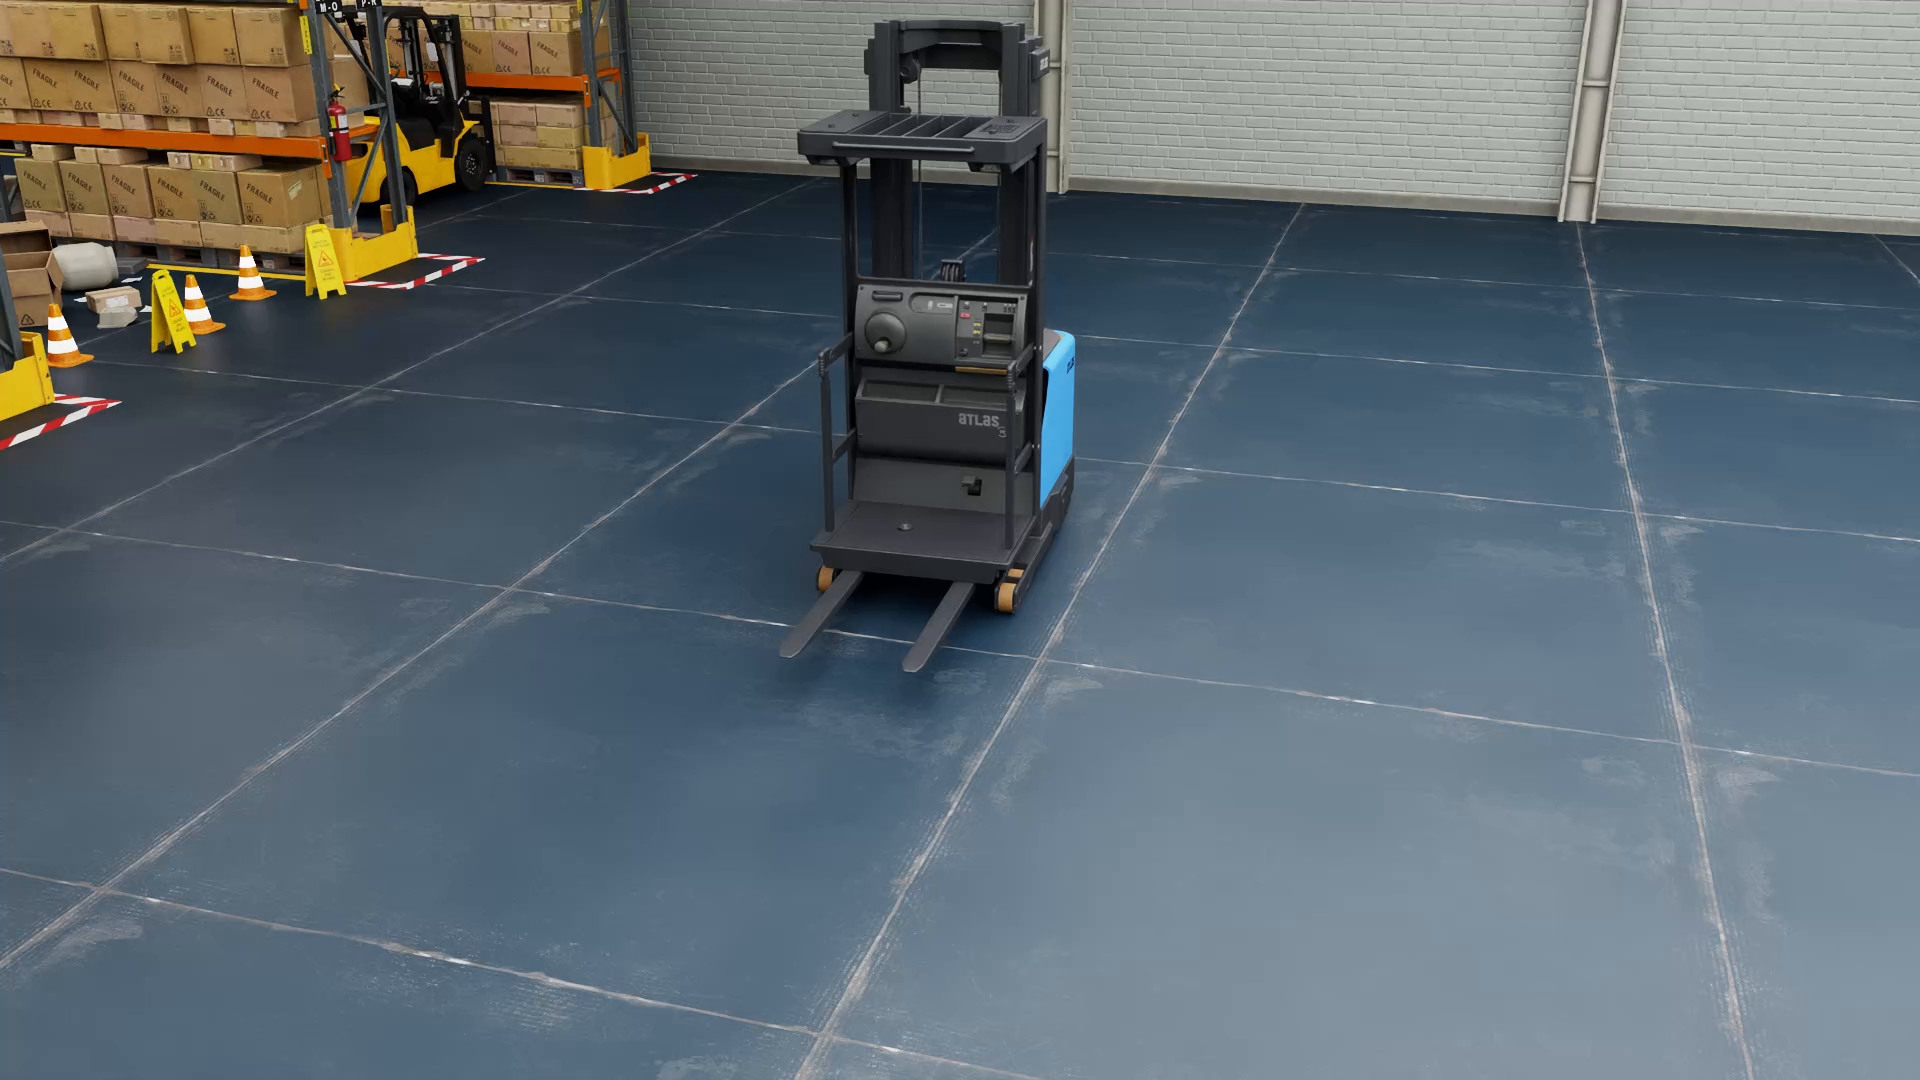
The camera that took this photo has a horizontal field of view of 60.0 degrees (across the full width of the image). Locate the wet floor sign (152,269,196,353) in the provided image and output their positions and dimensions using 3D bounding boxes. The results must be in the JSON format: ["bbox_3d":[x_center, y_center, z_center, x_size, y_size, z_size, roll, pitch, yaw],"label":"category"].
[{"bbox_3d":[-6.420,-1.863,13.461,0.232,0.644,0.267,3,22,6],"label":"wet floor sign"}]

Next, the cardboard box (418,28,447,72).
[{"bbox_3d":[-6.272,-6.021,20.365,0.500,0.500,0.500,7,23,16],"label":"cardboard box"}]

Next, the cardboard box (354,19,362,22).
[{"bbox_3d":[-7.351,-6.457,20.573,0.250,0.149,0.380,6,23,15],"label":"cardboard box"}]

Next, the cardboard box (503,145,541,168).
[{"bbox_3d":[-5.271,-4.766,20.506,0.500,0.250,0.500,7,23,15],"label":"cardboard box"}]

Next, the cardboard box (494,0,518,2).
[{"bbox_3d":[-5.506,-6.565,20.443,0.250,0.149,0.380,7,23,17],"label":"cardboard box"}]

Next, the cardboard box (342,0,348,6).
[{"bbox_3d":[-7.585,-6.639,20.625,0.250,0.149,0.380,7,23,16],"label":"cardboard box"}]

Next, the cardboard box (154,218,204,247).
[{"bbox_3d":[-7.534,-3.073,16.380,0.500,0.250,0.500,6,23,14],"label":"cardboard box"}]

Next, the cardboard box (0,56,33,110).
[{"bbox_3d":[-9.175,-4.518,16.308,0.500,0.500,0.500,6,23,15],"label":"cardboard box"}]

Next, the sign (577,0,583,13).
[{"bbox_3d":[-4.426,-6.299,19.335,0.005,0.325,0.100,7,23,16],"label":"sign"}]

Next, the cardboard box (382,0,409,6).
[{"bbox_3d":[-6.870,-6.524,20.344,0.250,0.149,0.380,6,23,15],"label":"cardboard box"}]

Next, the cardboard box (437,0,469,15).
[{"bbox_3d":[-6.130,-6.462,20.192,0.250,0.149,0.380,7,23,16],"label":"cardboard box"}]

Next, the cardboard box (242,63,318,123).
[{"bbox_3d":[-6.286,-4.189,15.505,0.500,0.500,0.500,6,23,15],"label":"cardboard box"}]

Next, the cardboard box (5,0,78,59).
[{"bbox_3d":[-8.675,-4.939,16.018,0.500,0.500,0.700,7,23,16],"label":"cardboard box"}]

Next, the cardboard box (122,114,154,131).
[{"bbox_3d":[-7.836,-4.055,16.035,0.250,0.149,0.380,6,23,15],"label":"cardboard box"}]

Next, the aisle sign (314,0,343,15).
[{"bbox_3d":[-5.711,-5.136,14.913,0.004,0.787,0.394,7,23,16],"label":"aisle sign"}]

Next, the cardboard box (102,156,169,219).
[{"bbox_3d":[-8.017,-3.478,16.379,0.500,0.500,0.500,8,24,18],"label":"cardboard box"}]

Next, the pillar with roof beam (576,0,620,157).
[{"bbox_3d":[-5.906,-7.464,16.110,0.400,9.000,9.100,7,23,16],"label":"pillar with roof beam"}]

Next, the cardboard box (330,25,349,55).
[{"bbox_3d":[-7.736,-6.190,20.777,0.500,0.500,0.500,6,23,14],"label":"cardboard box"}]

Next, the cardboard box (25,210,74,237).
[{"bbox_3d":[-9.029,-3.243,16.794,0.500,0.250,0.500,5,23,13],"label":"cardboard box"}]

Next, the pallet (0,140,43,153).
[{"bbox_3d":[-12.619,-5.532,22.977,1.213,0.211,1.003,7,23,16],"label":"pallet"}]

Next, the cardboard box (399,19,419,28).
[{"bbox_3d":[-6.639,-6.353,20.318,0.250,0.149,0.380,6,23,14],"label":"cardboard box"}]

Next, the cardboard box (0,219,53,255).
[{"bbox_3d":[-8.883,-2.717,15.731,0.500,0.500,0.500,-14,26,-30],"label":"cardboard box"}]

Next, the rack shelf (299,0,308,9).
[{"bbox_3d":[-7.601,-5.319,15.781,4.000,0.370,1.077,7,23,16],"label":"rack shelf"}]

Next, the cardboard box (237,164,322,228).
[{"bbox_3d":[-6.529,-3.307,15.962,0.500,0.500,0.500,7,23,16],"label":"cardboard box"}]

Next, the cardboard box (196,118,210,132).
[{"bbox_3d":[-7.080,-4.012,15.929,0.250,0.149,0.380,7,23,16],"label":"cardboard box"}]

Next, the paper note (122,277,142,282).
[{"bbox_3d":[-7.843,-2.469,15.748,0.148,0.019,0.142,-1,22,-3],"label":"paper note"}]

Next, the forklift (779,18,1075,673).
[{"bbox_3d":[-0.155,-1.126,8.653,1.130,2.935,3.031,6,23,13],"label":"forklift"}]

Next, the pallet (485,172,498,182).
[{"bbox_3d":[-6.165,-4.762,21.101,1.213,0.211,1.003,7,23,15],"label":"pallet"}]

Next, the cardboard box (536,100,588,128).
[{"bbox_3d":[-4.787,-5.171,20.176,0.500,0.250,0.500,7,23,17],"label":"cardboard box"}]

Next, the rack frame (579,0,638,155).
[{"bbox_3d":[-4.256,-5.849,20.077,0.127,3.000,1.000,7,23,16],"label":"rack frame"}]

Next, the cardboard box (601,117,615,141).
[{"bbox_3d":[-4.646,-5.130,20.734,0.500,0.250,0.500,7,23,16],"label":"cardboard box"}]

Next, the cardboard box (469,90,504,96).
[{"bbox_3d":[-6.105,-5.526,21.042,0.500,0.250,0.500,6,23,14],"label":"cardboard box"}]

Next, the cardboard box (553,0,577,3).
[{"bbox_3d":[-4.752,-6.499,20.284,0.250,0.149,0.380,7,23,17],"label":"cardboard box"}]

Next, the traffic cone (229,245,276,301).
[{"bbox_3d":[-6.471,-2.450,15.133,0.334,0.463,0.336,7,23,16],"label":"traffic cone"}]

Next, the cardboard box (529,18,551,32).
[{"bbox_3d":[-4.922,-6.149,19.821,0.250,0.149,0.380,7,23,16],"label":"cardboard box"}]

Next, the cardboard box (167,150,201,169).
[{"bbox_3d":[-7.391,-3.682,16.020,0.250,0.149,0.380,8,23,18],"label":"cardboard box"}]

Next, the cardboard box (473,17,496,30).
[{"bbox_3d":[-5.656,-6.243,20.051,0.250,0.149,0.380,6,23,14],"label":"cardboard box"}]

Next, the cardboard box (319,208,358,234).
[{"bbox_3d":[-6.379,-3.156,16.582,0.500,0.250,0.500,6,23,15],"label":"cardboard box"}]

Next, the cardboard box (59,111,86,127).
[{"bbox_3d":[-8.560,-4.150,16.265,0.250,0.149,0.380,7,23,17],"label":"cardboard box"}]

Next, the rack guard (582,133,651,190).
[{"bbox_3d":[-4.233,-4.690,20.545,0.348,0.500,1.175,7,23,16],"label":"rack guard"}]

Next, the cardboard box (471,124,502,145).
[{"bbox_3d":[-5.790,-5.050,20.540,0.500,0.250,0.500,6,23,14],"label":"cardboard box"}]

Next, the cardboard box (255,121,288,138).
[{"bbox_3d":[-6.381,-3.880,15.607,0.250,0.149,0.380,6,23,15],"label":"cardboard box"}]

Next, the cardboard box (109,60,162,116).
[{"bbox_3d":[-7.721,-4.364,15.932,0.500,0.500,0.500,7,23,16],"label":"cardboard box"}]

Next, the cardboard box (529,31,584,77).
[{"bbox_3d":[-4.803,-5.854,19.957,0.500,0.500,0.500,6,23,14],"label":"cardboard box"}]

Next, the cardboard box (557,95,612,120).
[{"bbox_3d":[-4.662,-5.355,20.625,0.500,0.250,0.500,6,23,15],"label":"cardboard box"}]

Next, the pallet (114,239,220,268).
[{"bbox_3d":[-7.691,-3.000,16.805,1.213,0.211,1.003,7,23,16],"label":"pallet"}]

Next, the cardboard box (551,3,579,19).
[{"bbox_3d":[-4.660,-6.296,19.787,0.250,0.149,0.380,7,23,16],"label":"cardboard box"}]

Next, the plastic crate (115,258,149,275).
[{"bbox_3d":[-8.250,-2.663,16.156,0.583,0.080,0.402,-1,22,-3],"label":"plastic crate"}]

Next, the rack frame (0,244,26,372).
[{"bbox_3d":[-7.020,-2.236,11.268,0.127,3.000,1.000,7,23,16],"label":"rack frame"}]

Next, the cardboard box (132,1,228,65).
[{"bbox_3d":[-7.239,-4.745,15.544,0.500,0.500,0.700,6,23,15],"label":"cardboard box"}]

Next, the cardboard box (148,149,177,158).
[{"bbox_3d":[-7.896,-3.675,16.858,0.500,0.500,0.500,8,24,18],"label":"cardboard box"}]

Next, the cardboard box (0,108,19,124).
[{"bbox_3d":[-9.307,-4.216,16.428,0.250,0.149,0.380,6,23,15],"label":"cardboard box"}]

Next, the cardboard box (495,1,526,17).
[{"bbox_3d":[-5.380,-6.385,20.004,0.250,0.149,0.380,7,23,16],"label":"cardboard box"}]

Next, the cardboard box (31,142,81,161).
[{"bbox_3d":[-8.927,-3.855,16.442,0.250,0.149,0.380,7,23,16],"label":"cardboard box"}]
